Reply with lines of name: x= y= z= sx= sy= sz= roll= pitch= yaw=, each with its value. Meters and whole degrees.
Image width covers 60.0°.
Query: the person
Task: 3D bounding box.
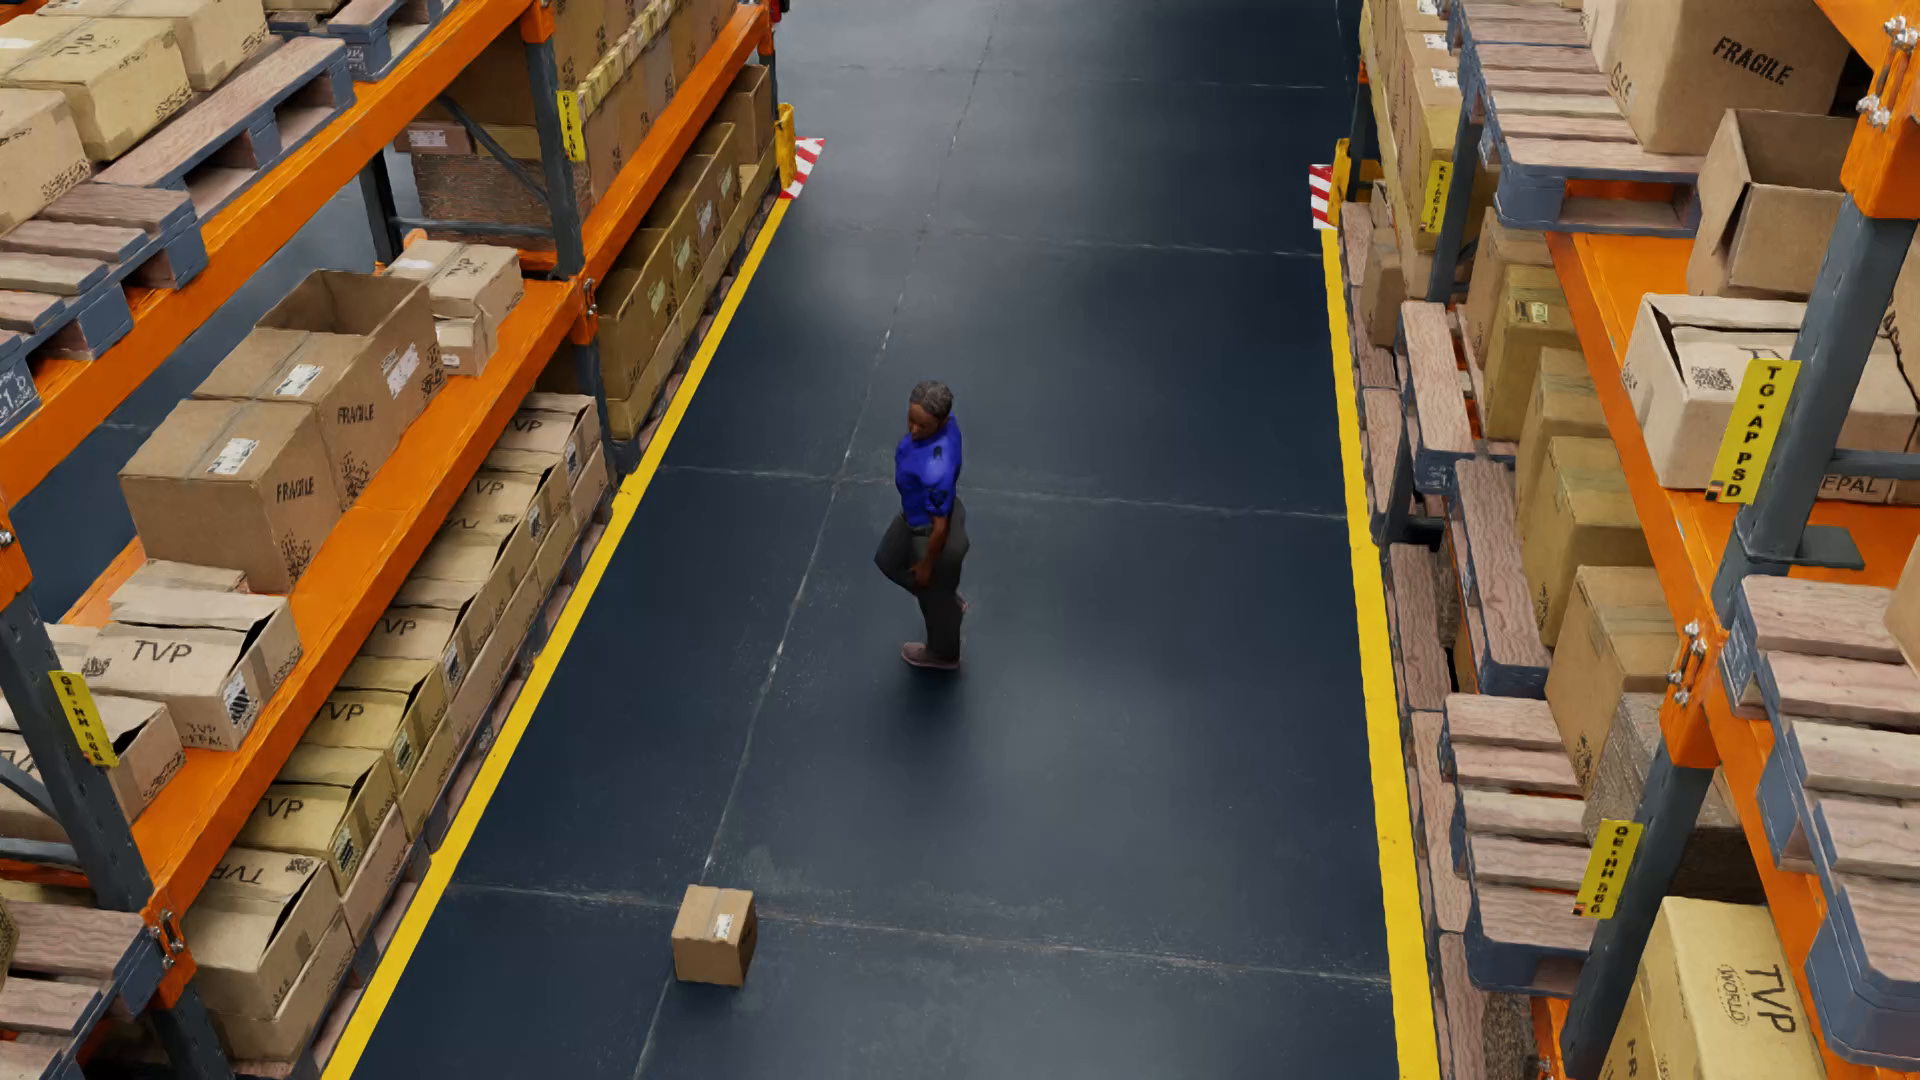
person: x=-0.171 y=-0.054 z=7.104 sx=0.427 sy=1.650 sz=0.663 roll=0 pitch=36 yaw=1
